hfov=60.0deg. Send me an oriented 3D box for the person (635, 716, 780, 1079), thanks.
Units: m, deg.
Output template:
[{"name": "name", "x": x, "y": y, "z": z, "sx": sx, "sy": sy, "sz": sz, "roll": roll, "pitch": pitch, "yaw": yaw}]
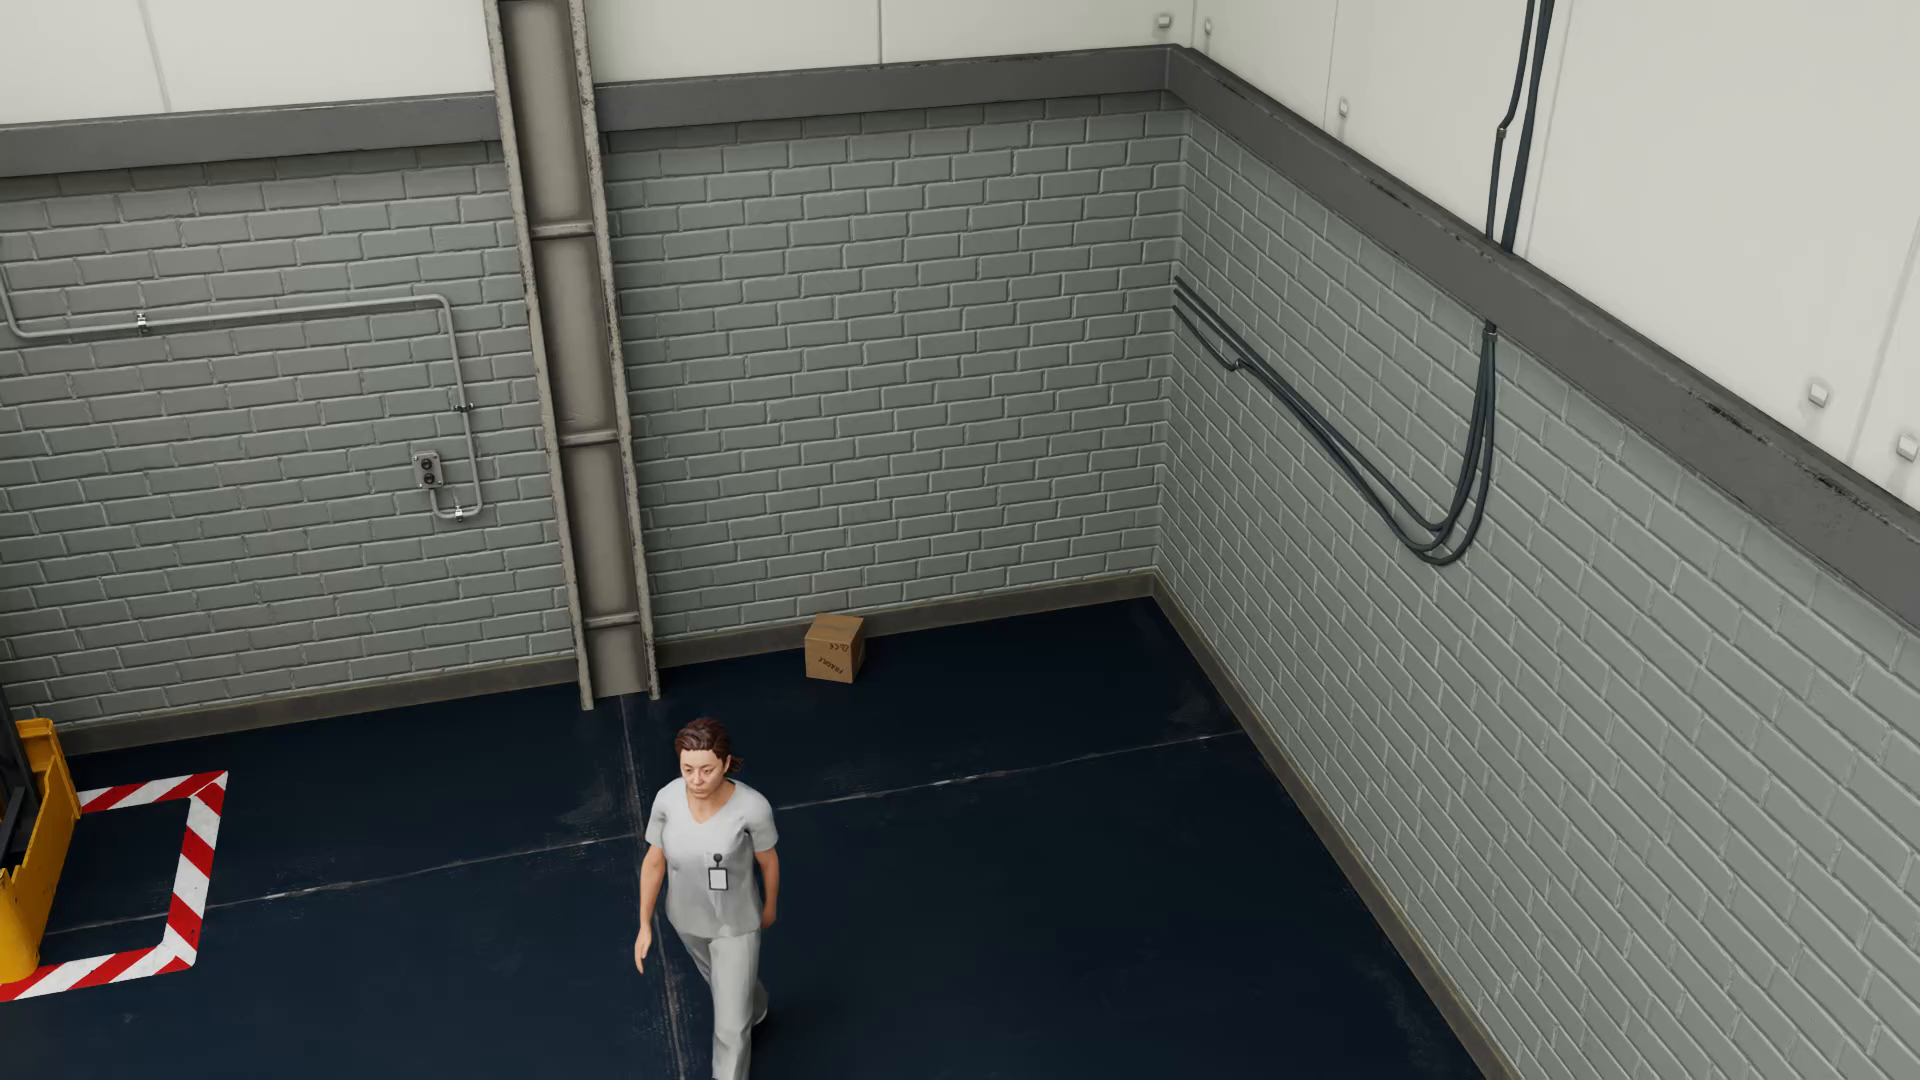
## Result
[{"name": "person", "x": -0.908, "y": 1.388, "z": 5.846, "sx": 0.455, "sy": 1.625, "sz": 0.925, "roll": 8, "pitch": 31, "yaw": 14}]
